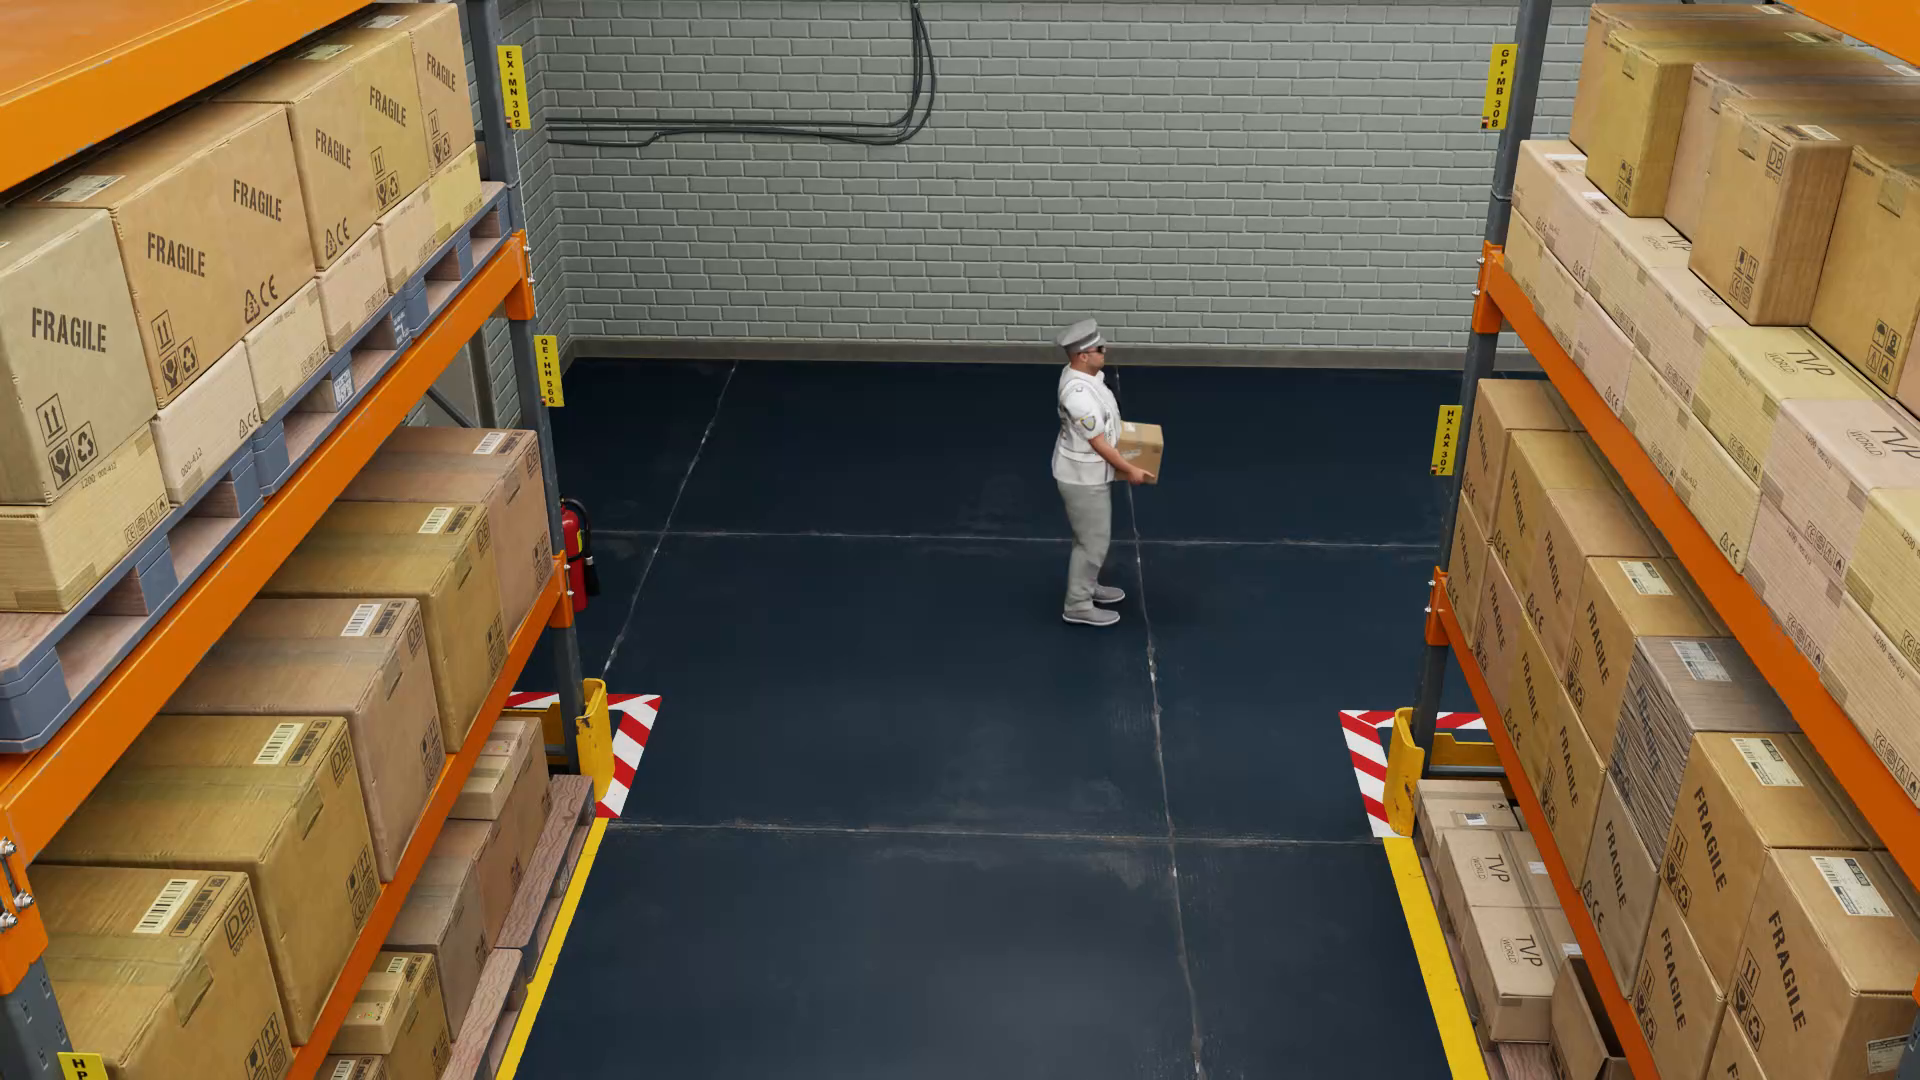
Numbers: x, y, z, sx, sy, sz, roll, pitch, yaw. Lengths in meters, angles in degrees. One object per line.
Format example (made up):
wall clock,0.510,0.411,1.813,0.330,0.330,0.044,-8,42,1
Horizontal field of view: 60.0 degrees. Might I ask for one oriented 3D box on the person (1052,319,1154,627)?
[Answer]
person,0.795,-0.389,9.325,0.562,1.772,0.504,1,28,2
